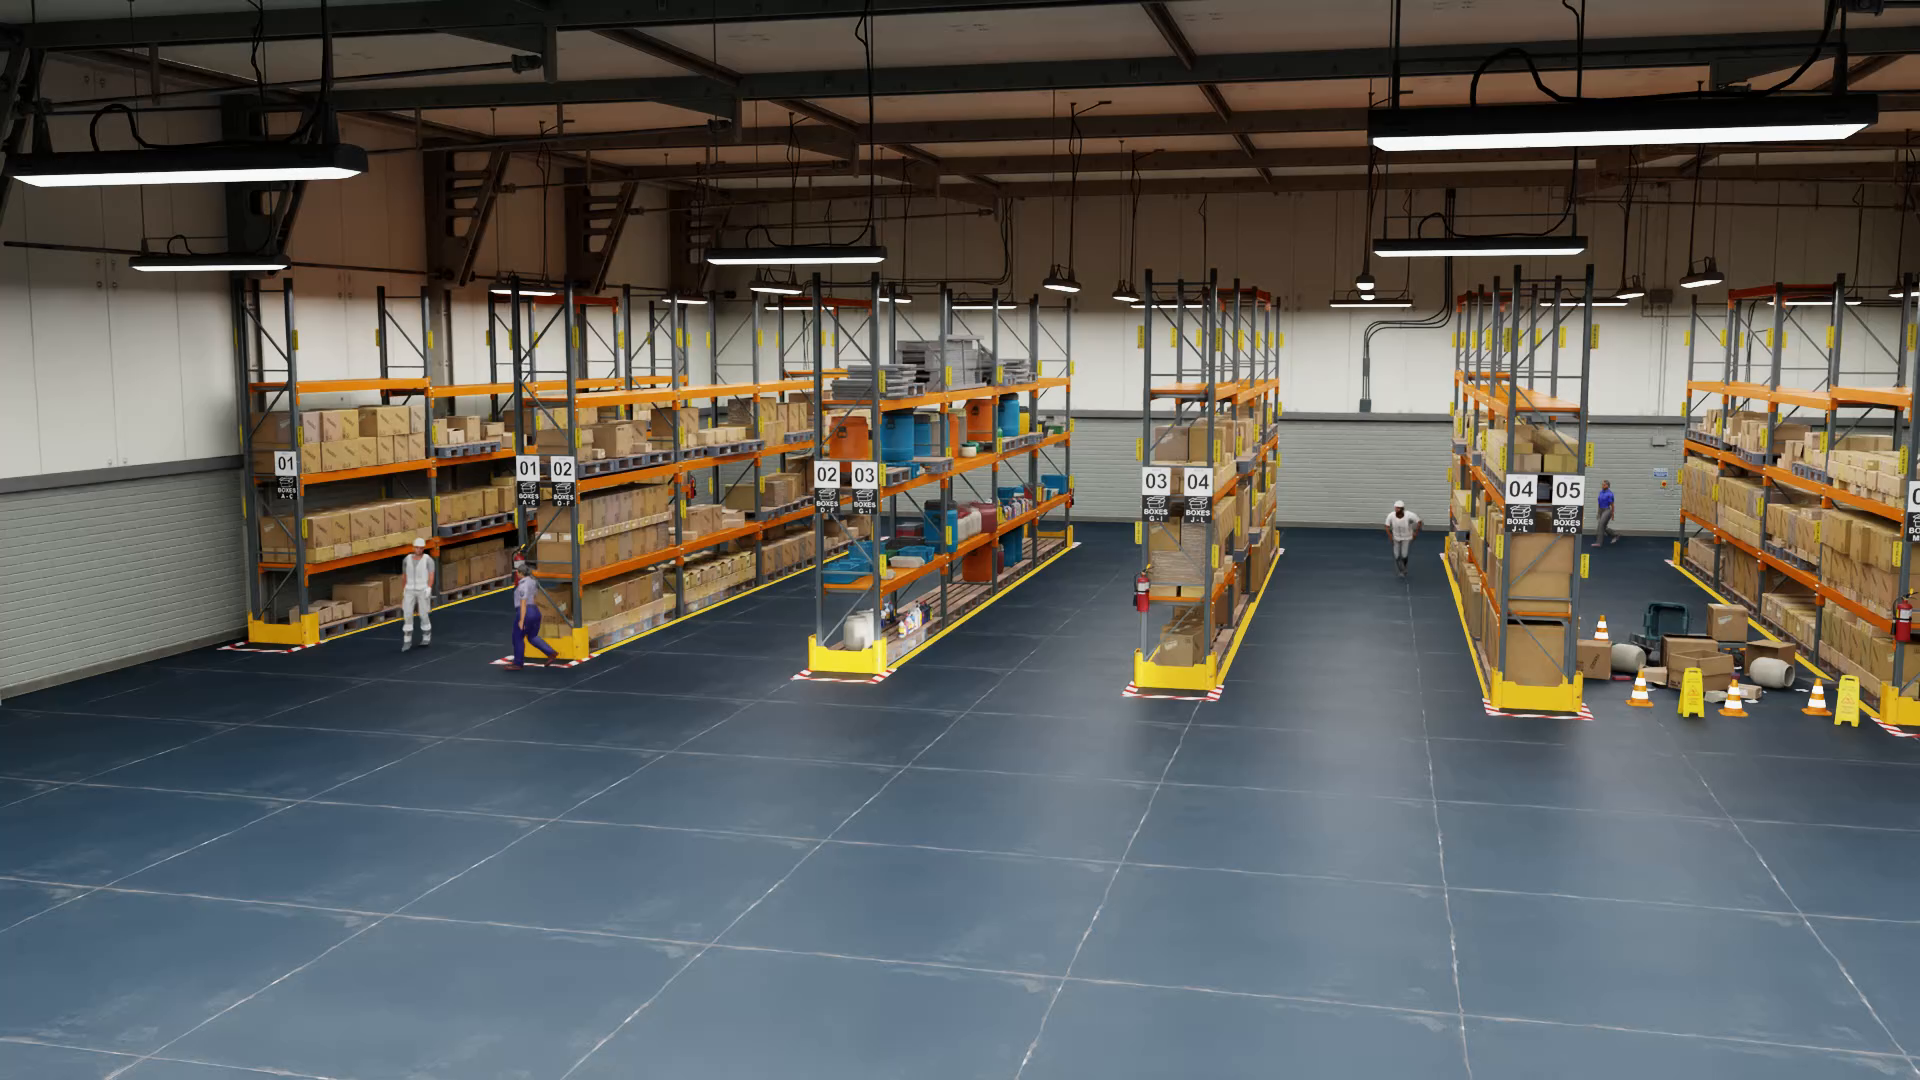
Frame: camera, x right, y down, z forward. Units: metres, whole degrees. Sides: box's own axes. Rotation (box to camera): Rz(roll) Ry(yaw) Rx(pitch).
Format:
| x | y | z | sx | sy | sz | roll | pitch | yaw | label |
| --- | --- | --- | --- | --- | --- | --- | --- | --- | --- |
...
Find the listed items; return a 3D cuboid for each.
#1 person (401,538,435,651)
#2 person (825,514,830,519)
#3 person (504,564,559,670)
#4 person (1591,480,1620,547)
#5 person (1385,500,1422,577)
| x | y | z | sx | sy | sz | roll | pitch | yaw | label |
| --- | --- | --- | --- | --- | --- | --- | --- | --- | --- |
| -8.884 | 0.886 | 27.142 | 0.550 | 1.802 | 0.666 | 0 | 7 | -3 | person |
| -3.597 | -1.124 | 44.254 | 0.444 | 1.641 | 0.852 | -6 | 9 | -39 | person |
| -6.545 | 1.165 | 25.321 | 0.782 | 1.622 | 0.564 | 2 | 7 | 13 | person |
| 15.702 | -0.651 | 40.344 | 0.881 | 1.618 | 0.436 | -2 | 7 | -13 | person |
| 9.344 | -0.022 | 35.078 | 0.750 | 1.659 | 0.718 | 3 | 8 | 25 | person |
